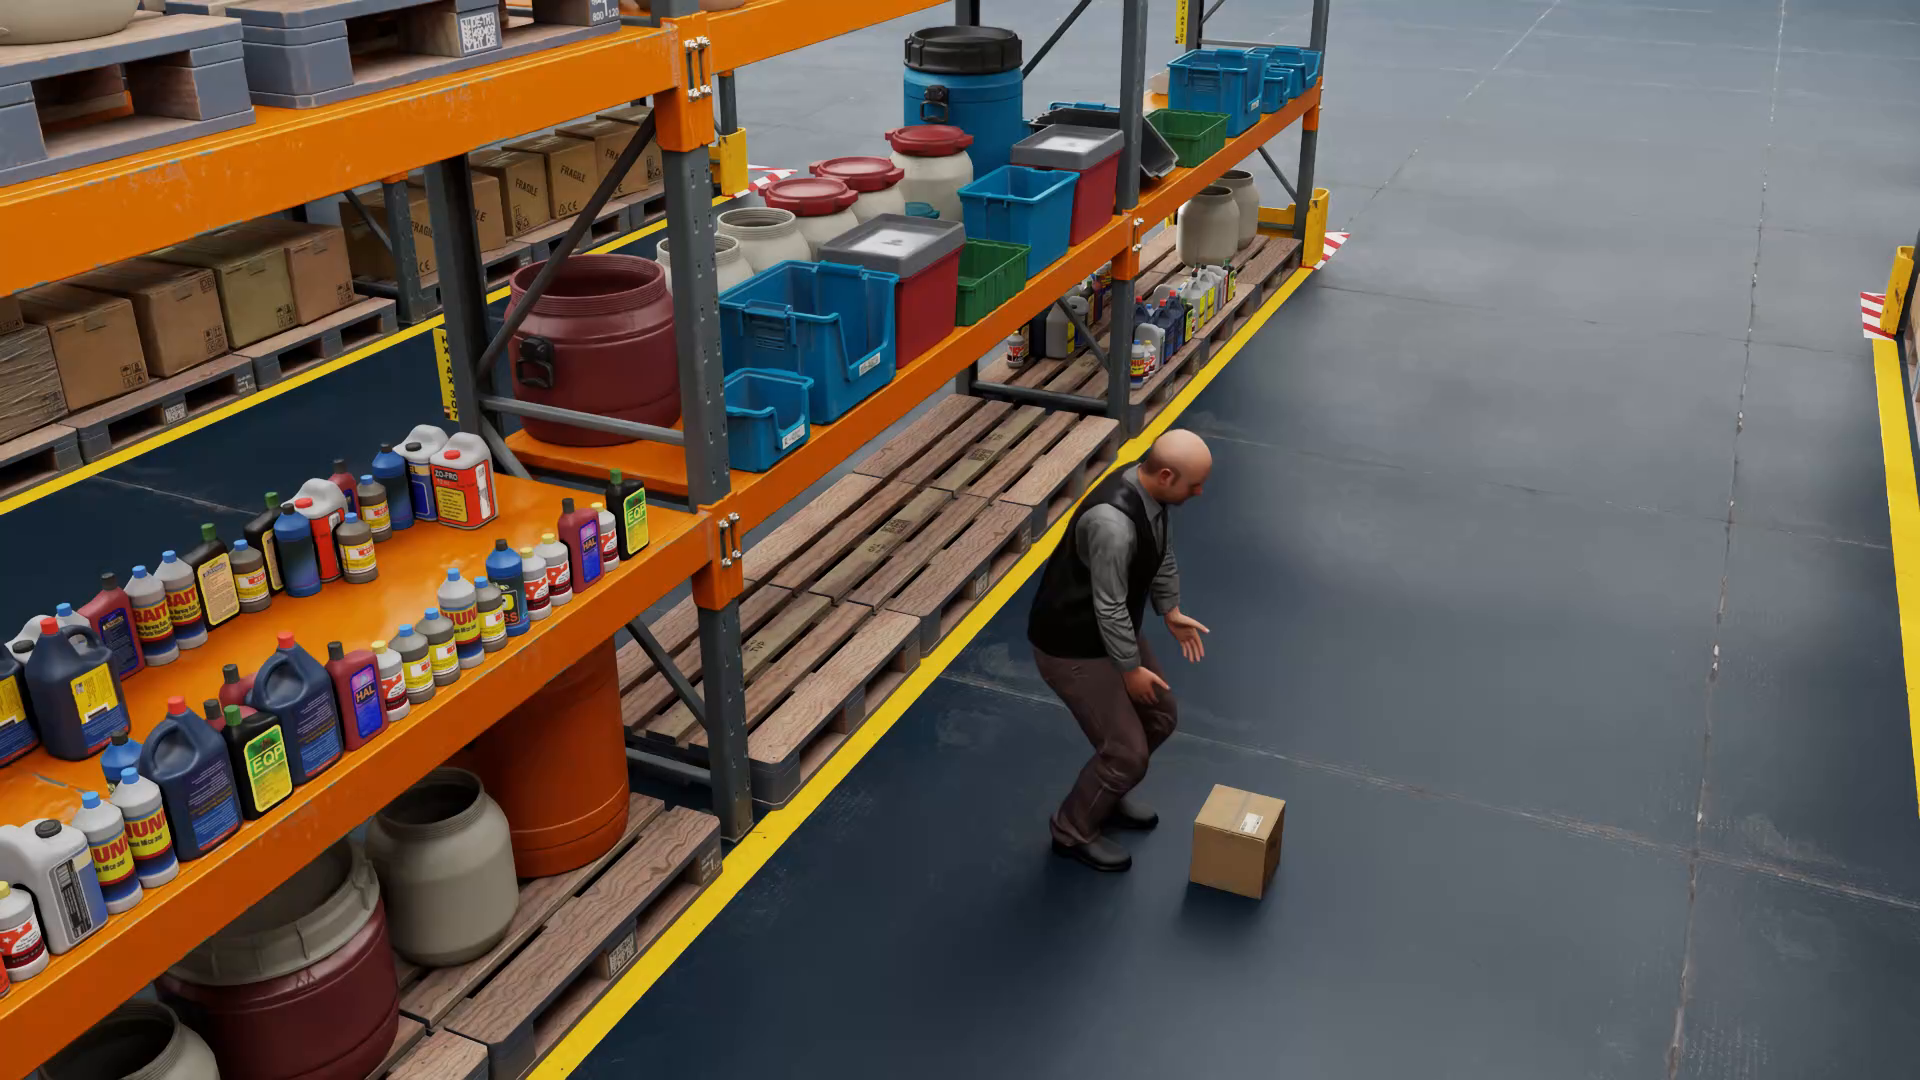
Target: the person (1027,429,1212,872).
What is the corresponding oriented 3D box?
[{"bbox_3d":[0.532,0.339,5.618,0.555,1.581,0.581,12,28,23],"label":"person"}]
